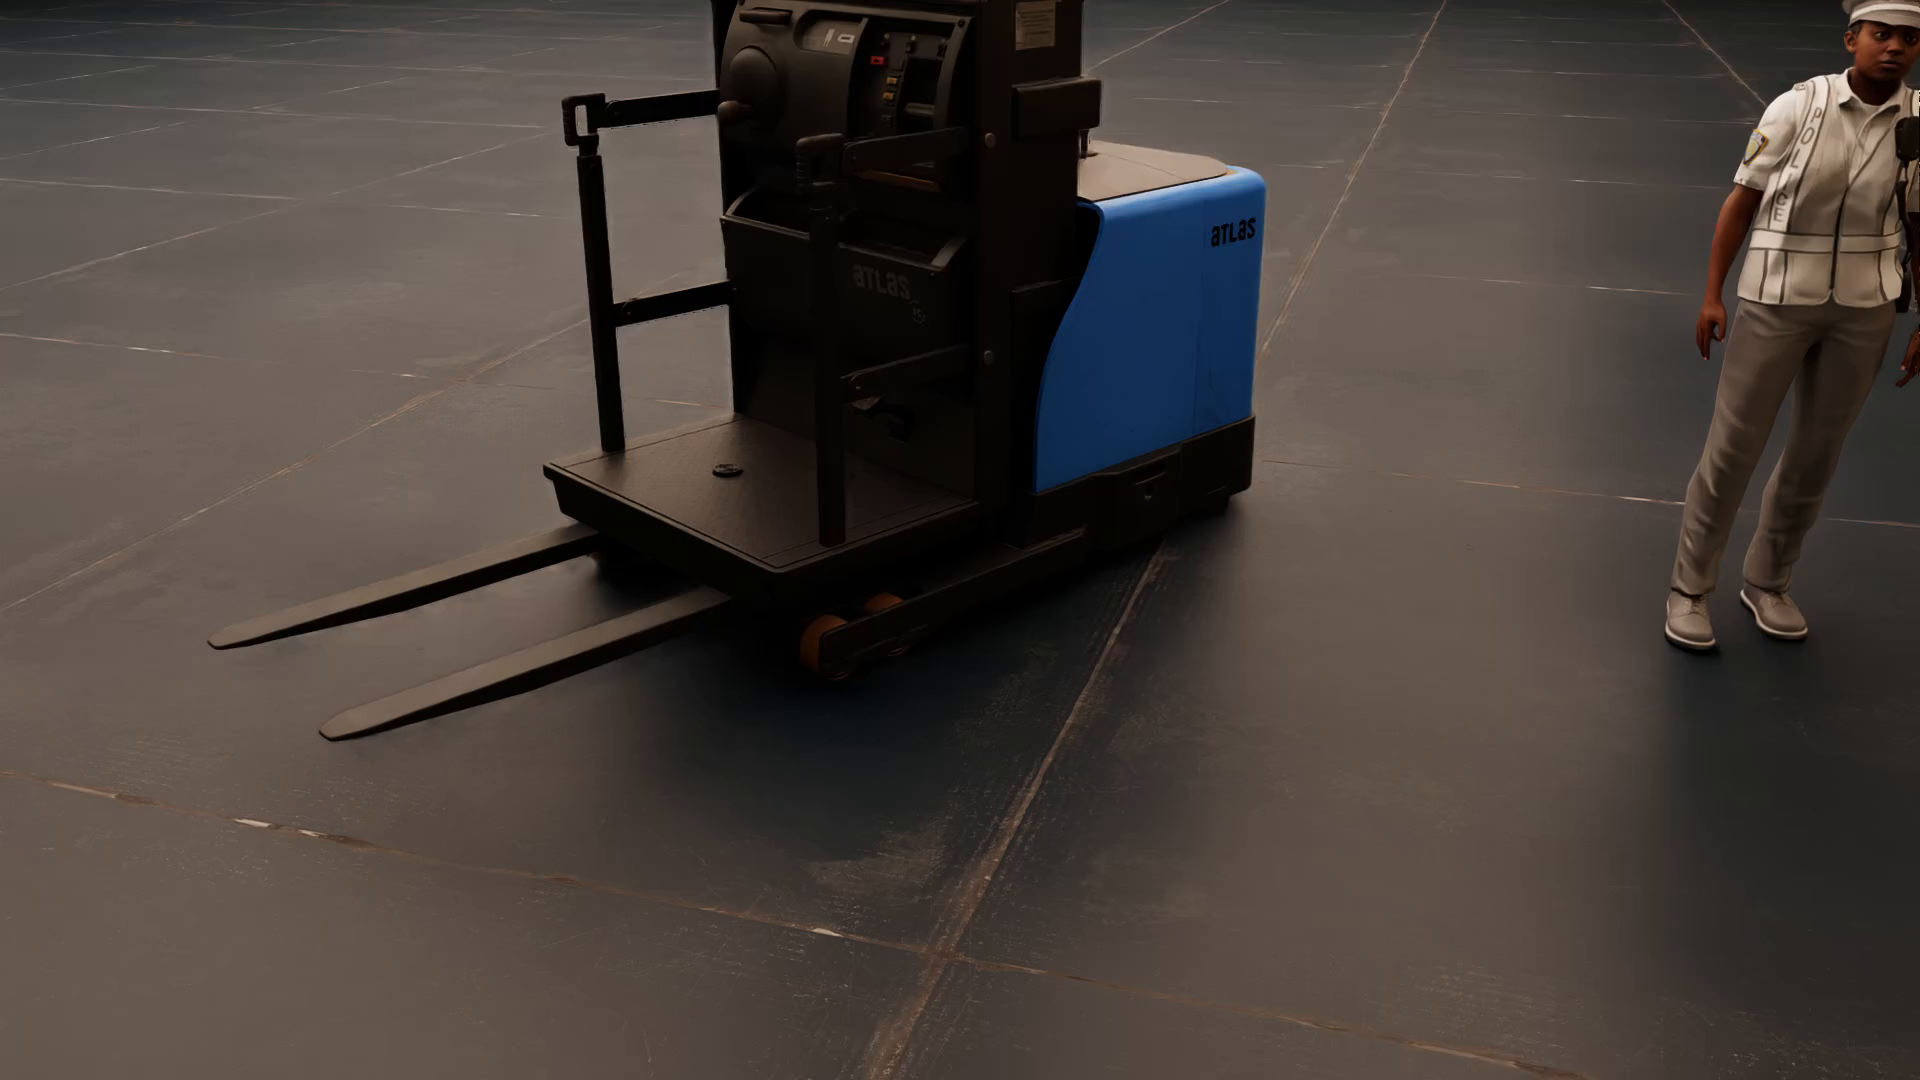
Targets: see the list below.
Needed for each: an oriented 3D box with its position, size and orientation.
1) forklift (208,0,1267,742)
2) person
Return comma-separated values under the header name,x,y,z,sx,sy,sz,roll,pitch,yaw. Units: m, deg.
name,x,y,z,sx,sy,sz,roll,pitch,yaw
forklift,-0.470,-1.218,4.230,3.031,2.935,1.130,-20,30,-40
person,2.198,-0.559,4.250,0.568,1.697,0.523,5,23,12
